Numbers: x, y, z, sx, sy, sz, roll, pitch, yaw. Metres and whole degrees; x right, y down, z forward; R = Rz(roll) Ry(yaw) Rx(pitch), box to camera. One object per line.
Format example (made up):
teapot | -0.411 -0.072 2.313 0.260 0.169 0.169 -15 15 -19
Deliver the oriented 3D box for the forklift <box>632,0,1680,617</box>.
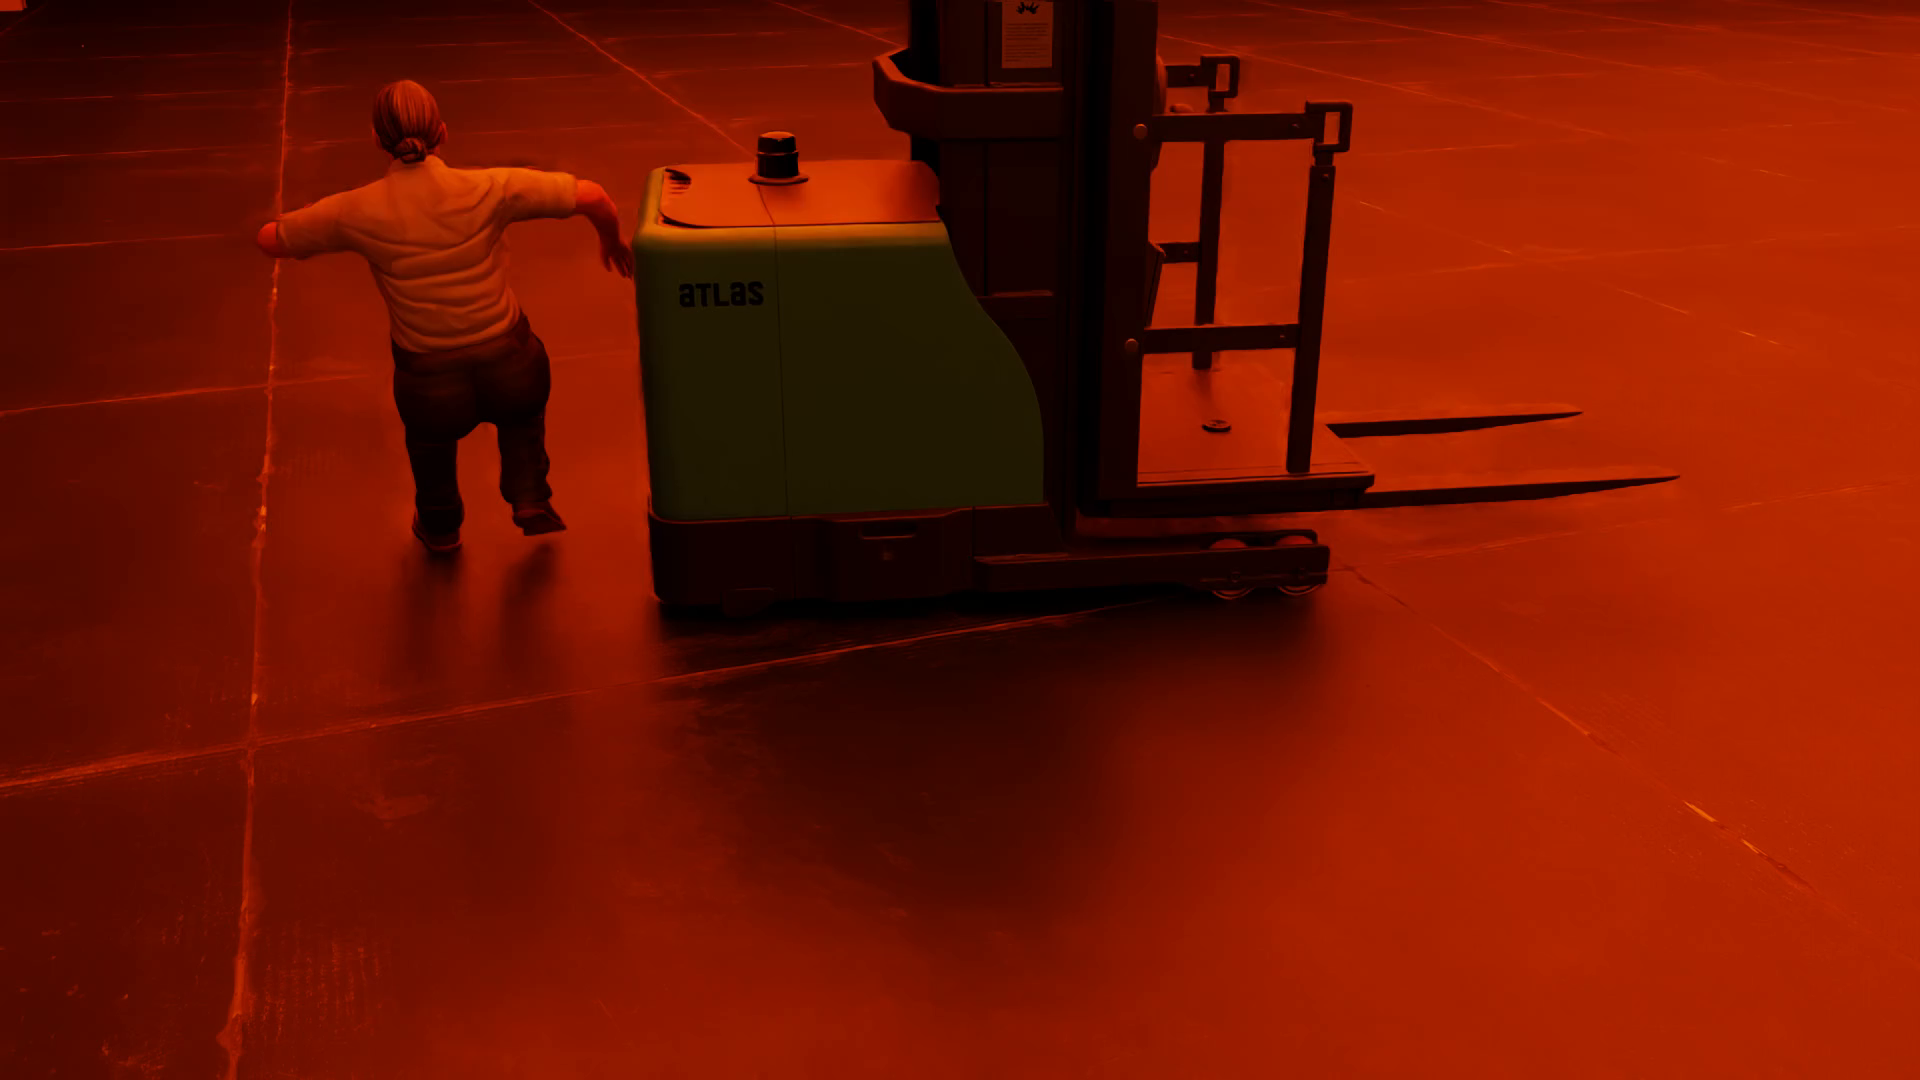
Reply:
forklift | 0.604 -1.385 4.591 3.031 2.935 1.130 -3 23 -7

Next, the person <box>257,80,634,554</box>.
person | -1.392 -0.593 4.647 0.975 1.415 0.797 -9 24 -20
